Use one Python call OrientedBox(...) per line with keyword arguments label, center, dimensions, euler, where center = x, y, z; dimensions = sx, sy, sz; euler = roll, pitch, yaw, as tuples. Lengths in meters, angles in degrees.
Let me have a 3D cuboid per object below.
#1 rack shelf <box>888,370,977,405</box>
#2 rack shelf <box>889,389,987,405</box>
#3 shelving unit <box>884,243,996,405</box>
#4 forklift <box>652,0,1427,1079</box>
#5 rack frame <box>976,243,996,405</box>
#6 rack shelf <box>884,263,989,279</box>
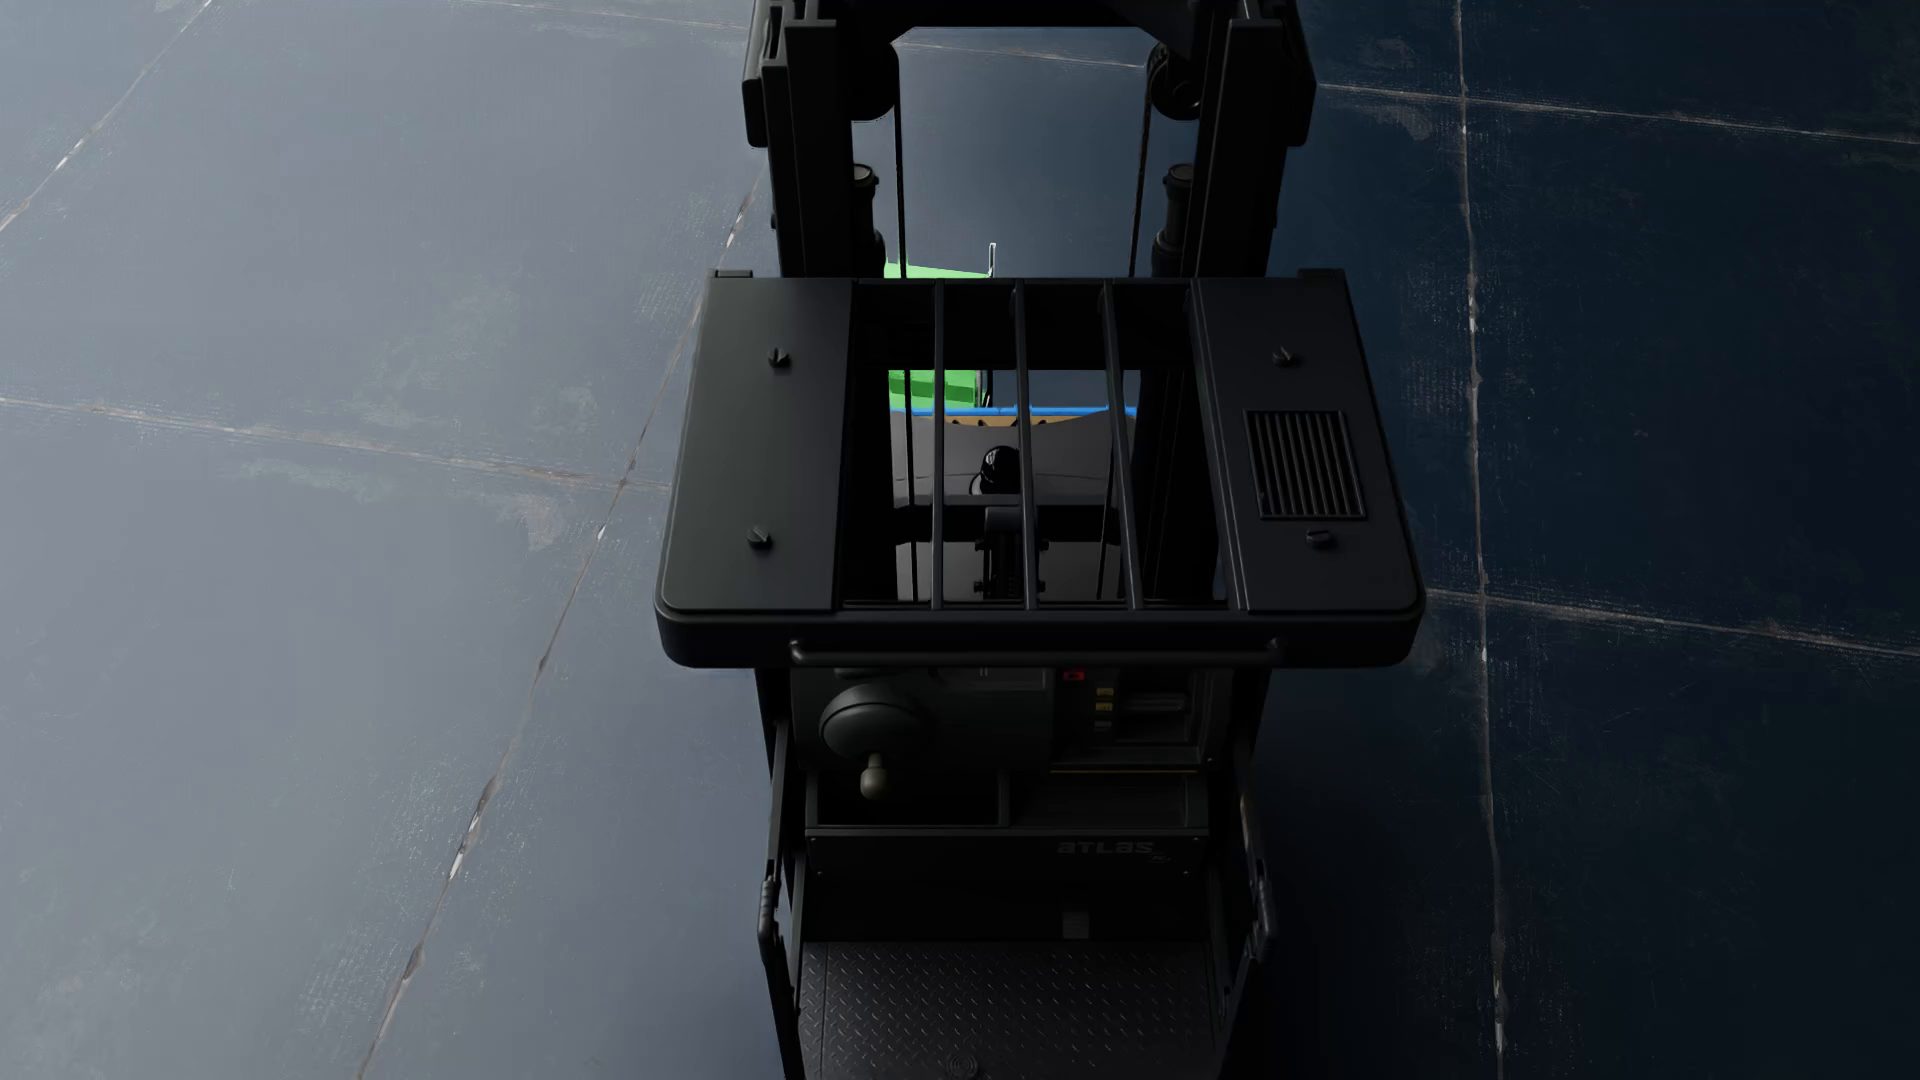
OrientedBox(label="rack shelf", center=(-0.163, -0.541, 5.192), dimensions=(0.480, 0.148, 0.258), euler=(8, 49, 7))
OrientedBox(label="rack shelf", center=(-0.163, -0.380, 5.371), dimensions=(0.480, 0.148, 0.258), euler=(8, 49, 7))
OrientedBox(label="shelving unit", center=(-0.163, -0.423, 5.323), dimensions=(0.503, 1.200, 0.258), euler=(8, 49, 7))
OrientedBox(label="forklift", center=(0.111, 0.455, 3.371), dimensions=(1.130, 2.935, 3.031), euler=(0, 48, 0))
OrientedBox(label="rack frame", center=(0.077, -0.391, 5.294), dimensions=(0.015, 1.200, 0.240), euler=(8, 49, 7))
OrientedBox(label="rack shelf", center=(-0.163, -0.701, 5.014), dimensions=(0.480, 0.148, 0.258), euler=(8, 49, 7))
